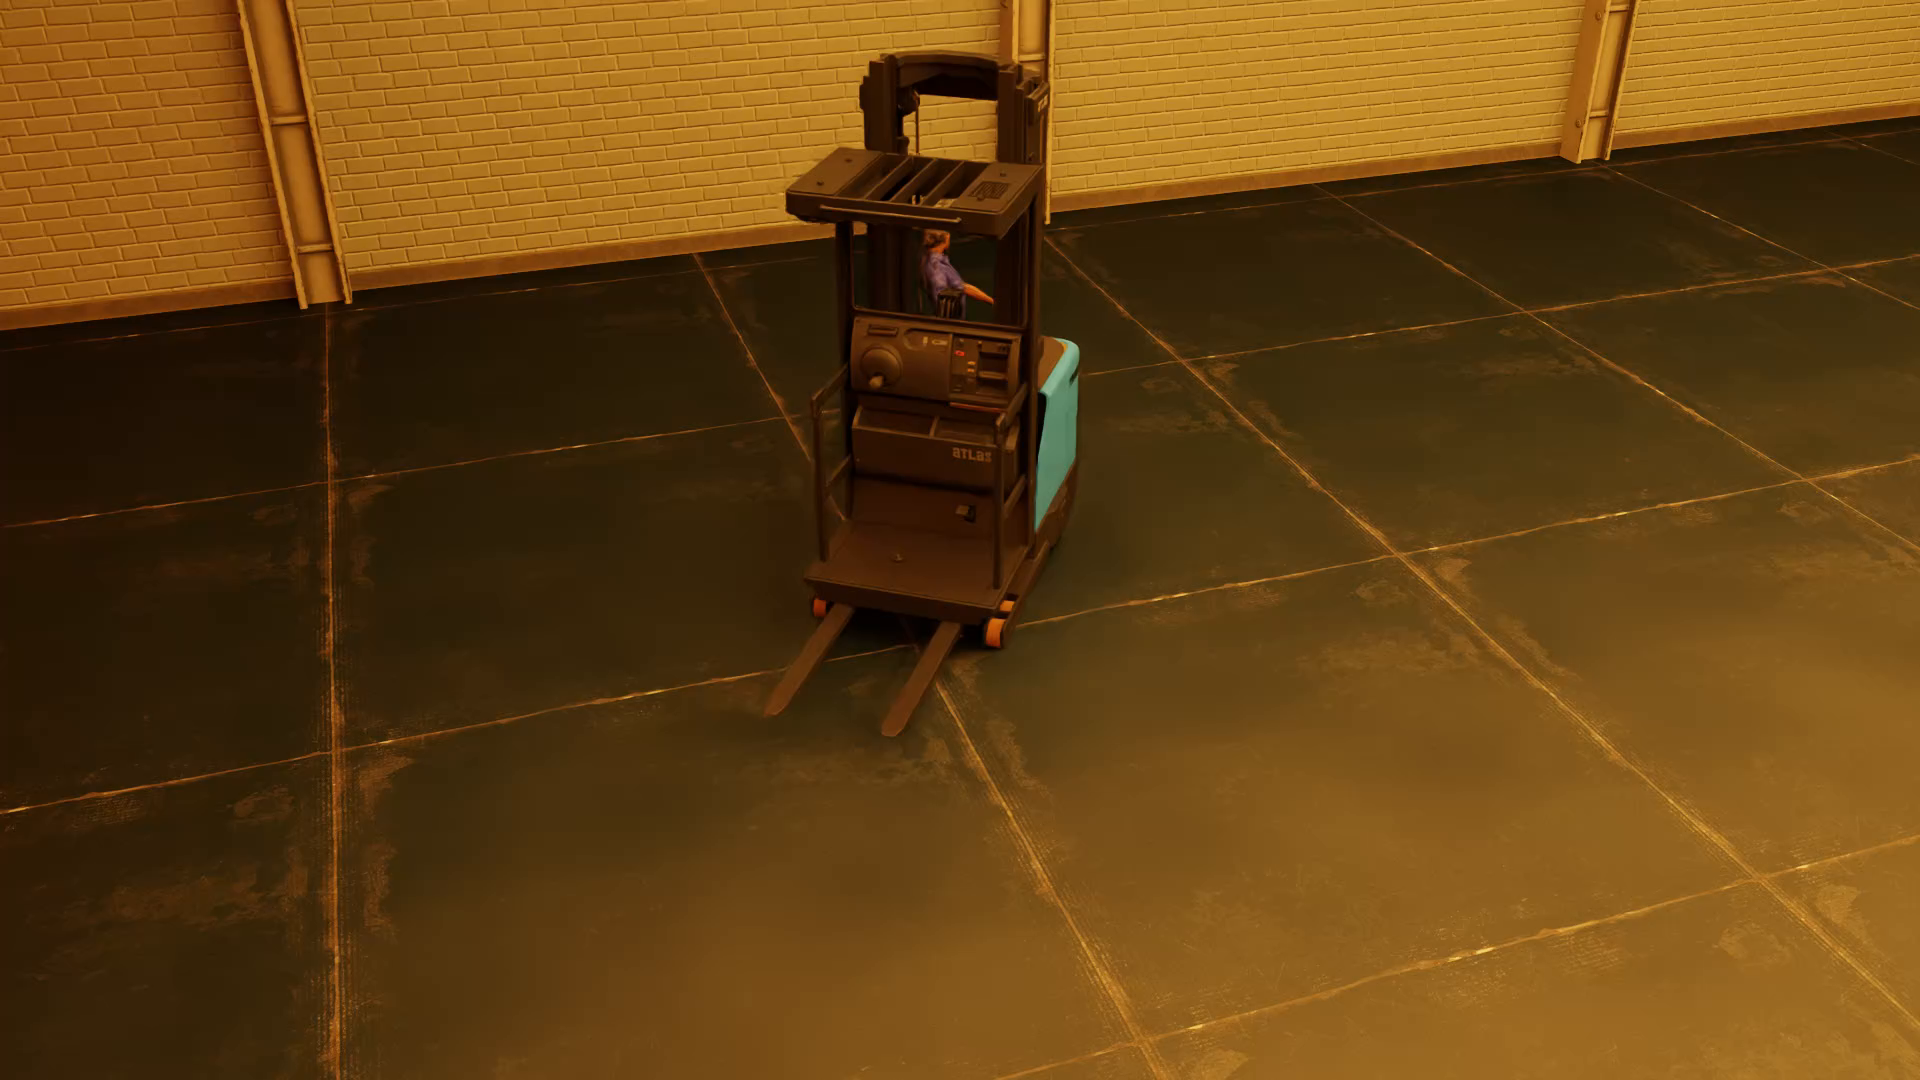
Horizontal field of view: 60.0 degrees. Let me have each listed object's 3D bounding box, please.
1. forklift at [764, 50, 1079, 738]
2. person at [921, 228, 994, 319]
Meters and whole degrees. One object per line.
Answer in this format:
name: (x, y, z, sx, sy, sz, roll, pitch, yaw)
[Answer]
forklift: (-0.194, -0.905, 8.660, 1.130, 2.935, 3.031, 9, 31, 15)
person: (-0.034, -1.296, 10.712, 0.777, 1.558, 0.645, -9, 31, -16)
